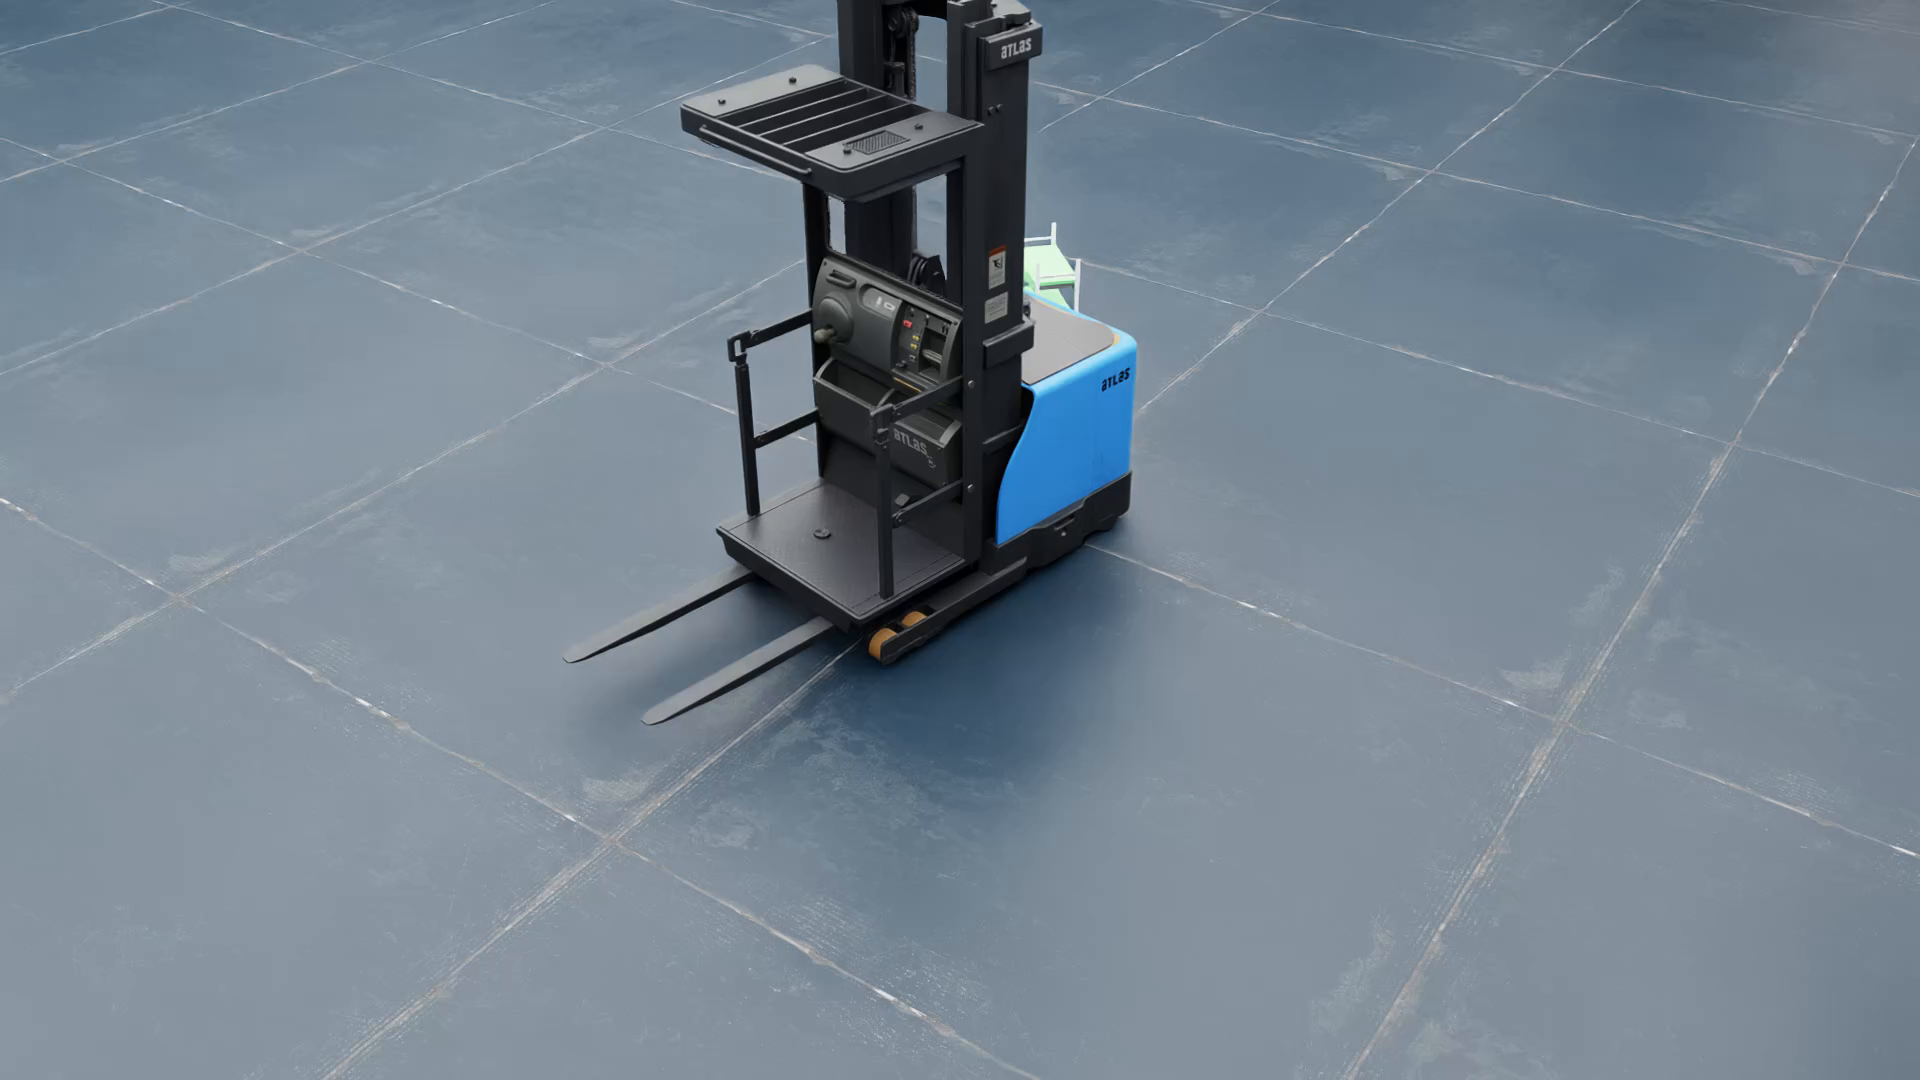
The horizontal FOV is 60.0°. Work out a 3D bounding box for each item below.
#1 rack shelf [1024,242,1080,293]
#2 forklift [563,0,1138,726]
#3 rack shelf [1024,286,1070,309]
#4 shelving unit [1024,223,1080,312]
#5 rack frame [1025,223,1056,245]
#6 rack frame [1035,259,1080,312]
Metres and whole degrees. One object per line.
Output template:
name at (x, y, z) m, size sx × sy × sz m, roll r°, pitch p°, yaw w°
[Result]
rack shelf at (0.465, -1.452, 9.083) m, size 0.258 × 0.148 × 0.480 m, roll -7°, pitch 35°, yaw -10°
forklift at (-0.496, -0.956, 7.547) m, size 3.031 × 2.935 × 1.130 m, roll -29°, pitch 43°, yaw -35°
rack shelf at (0.465, -1.253, 9.217) m, size 0.258 × 0.148 × 0.480 m, roll -7°, pitch 35°, yaw -10°
shelving unit at (0.465, -1.107, 9.316) m, size 0.258 × 1.200 × 0.503 m, roll -7°, pitch 35°, yaw -10°
rack frame at (0.413, -1.241, 9.513) m, size 0.240 × 1.200 × 0.015 m, roll -7°, pitch 35°, yaw -10°
rack frame at (0.518, -0.974, 9.119) m, size 0.240 × 1.200 × 0.015 m, roll -7°, pitch 35°, yaw -10°
